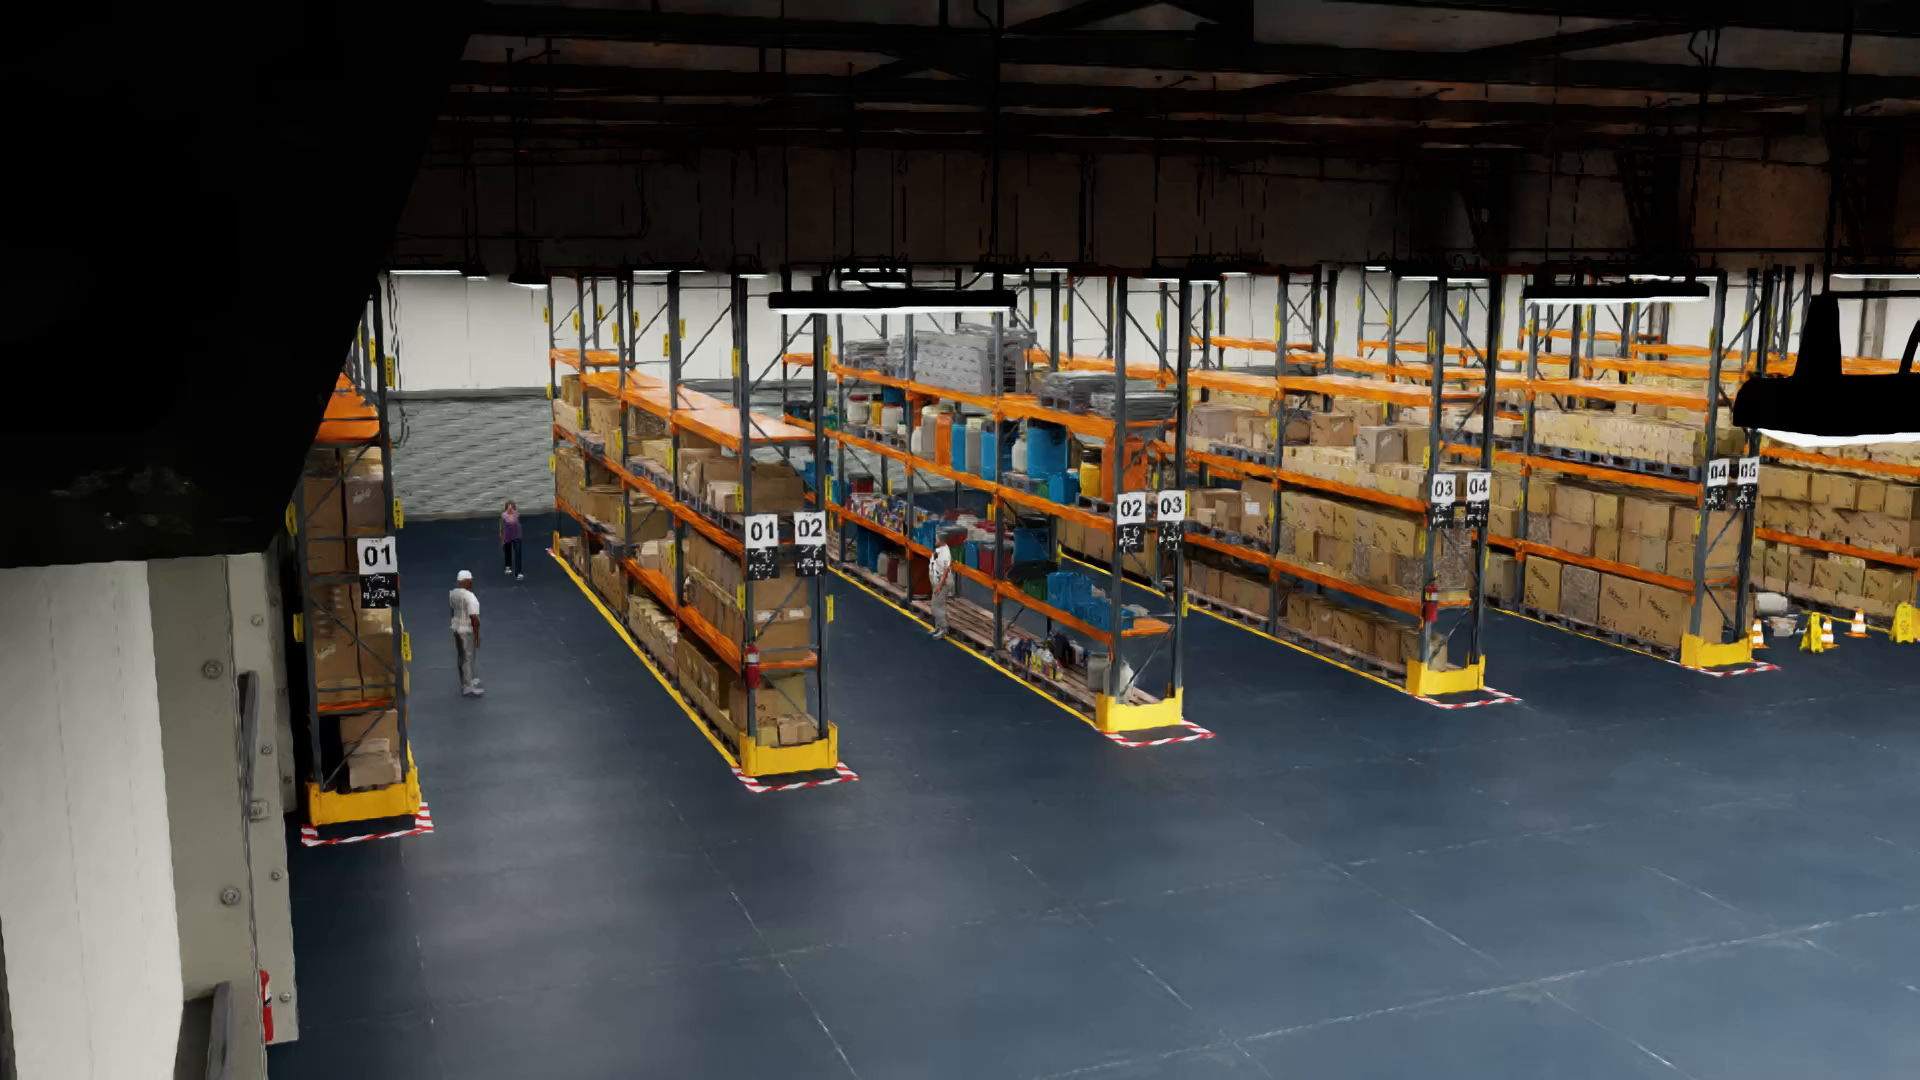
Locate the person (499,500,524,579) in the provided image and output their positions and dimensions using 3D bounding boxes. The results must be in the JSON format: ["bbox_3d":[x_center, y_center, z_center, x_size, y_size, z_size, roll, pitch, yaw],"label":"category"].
[{"bbox_3d":[-8.754,-0.037,32.404,0.417,1.516,1.037,-3,10,-19],"label":"person"}]

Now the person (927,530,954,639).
[{"bbox_3d":[-0.329,0.718,27.425,0.437,1.769,0.581,-2,10,-9],"label":"person"}]

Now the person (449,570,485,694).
[{"bbox_3d":[-7.086,1.297,24.005,0.645,1.772,0.464,9,14,43],"label":"person"}]
